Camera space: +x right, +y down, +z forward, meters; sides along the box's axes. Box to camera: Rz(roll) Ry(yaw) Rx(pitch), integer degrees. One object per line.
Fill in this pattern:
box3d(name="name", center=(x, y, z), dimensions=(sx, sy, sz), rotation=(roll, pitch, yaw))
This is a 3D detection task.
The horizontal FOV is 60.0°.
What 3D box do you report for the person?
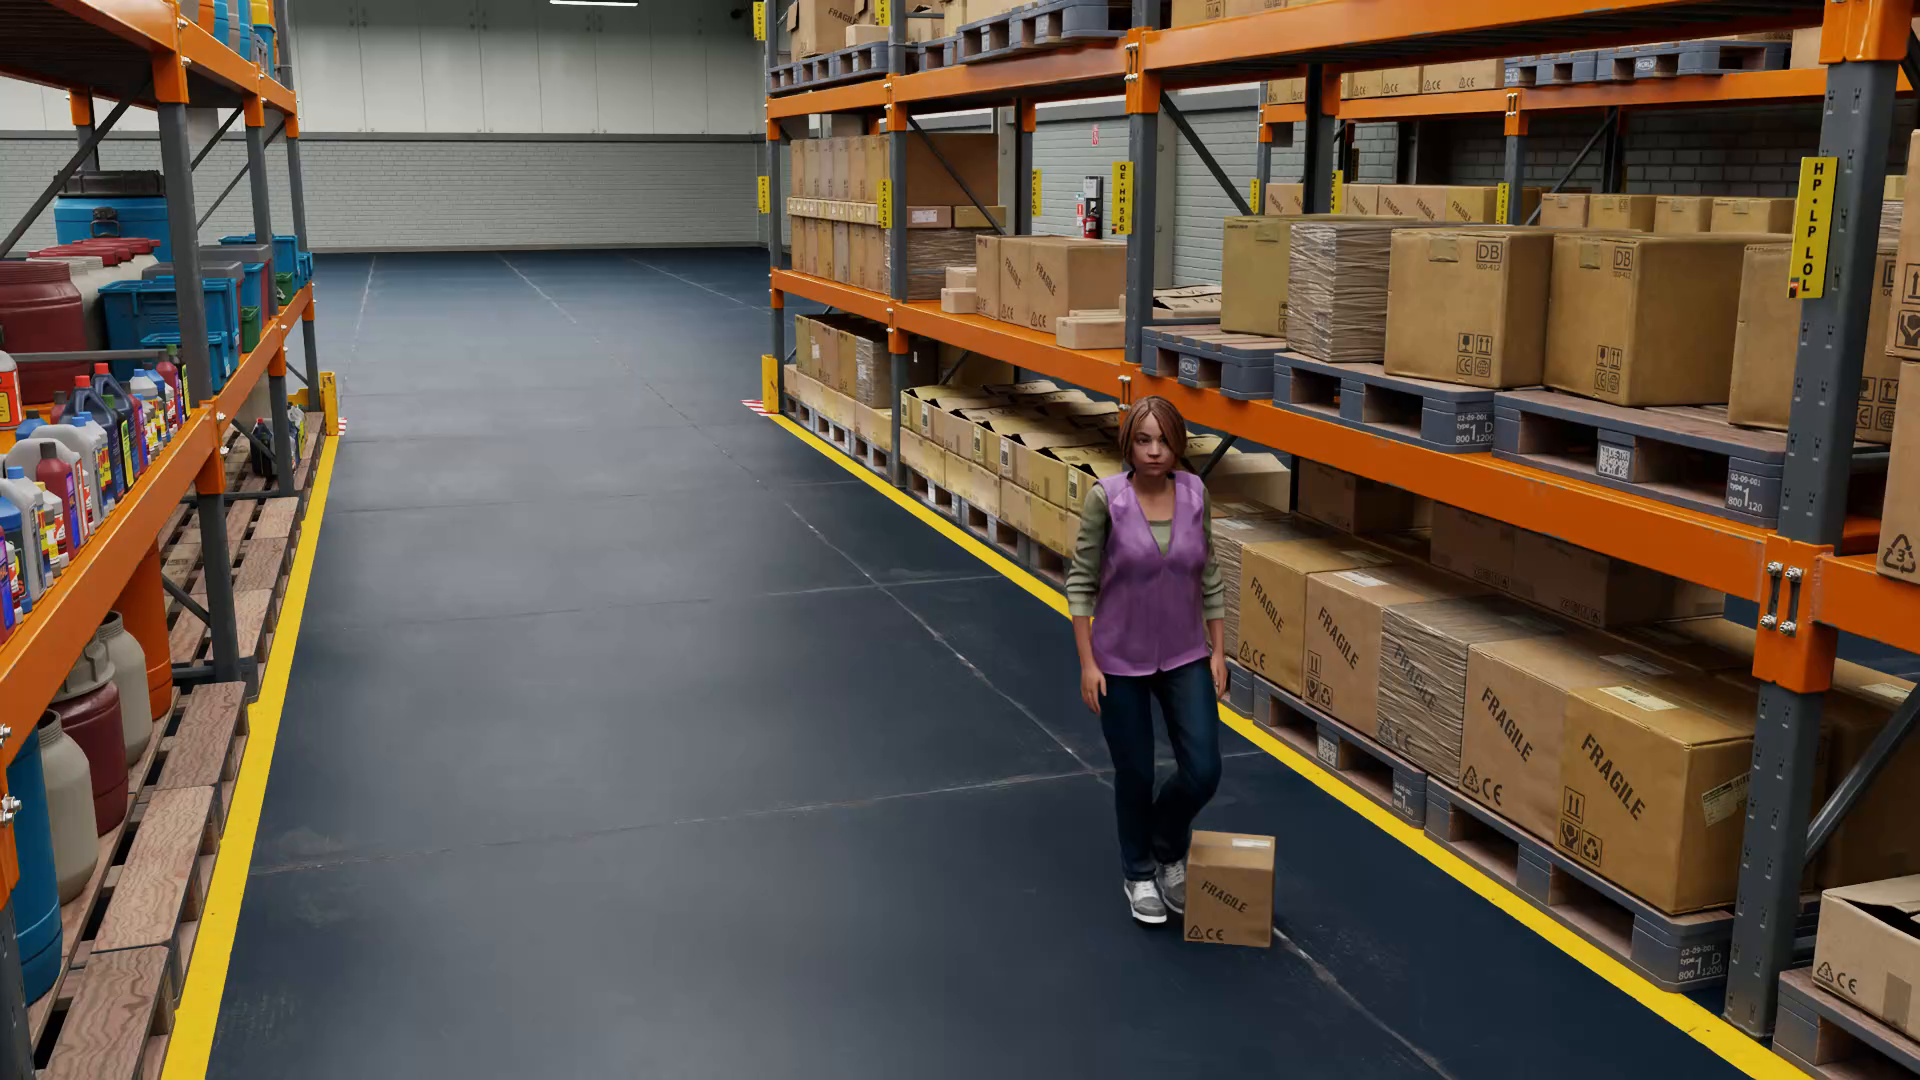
box3d(name="person", center=(0.544, 0.367, 4.809), dimensions=(0.479, 1.592, 0.444), rotation=(-2, 13, -8))
